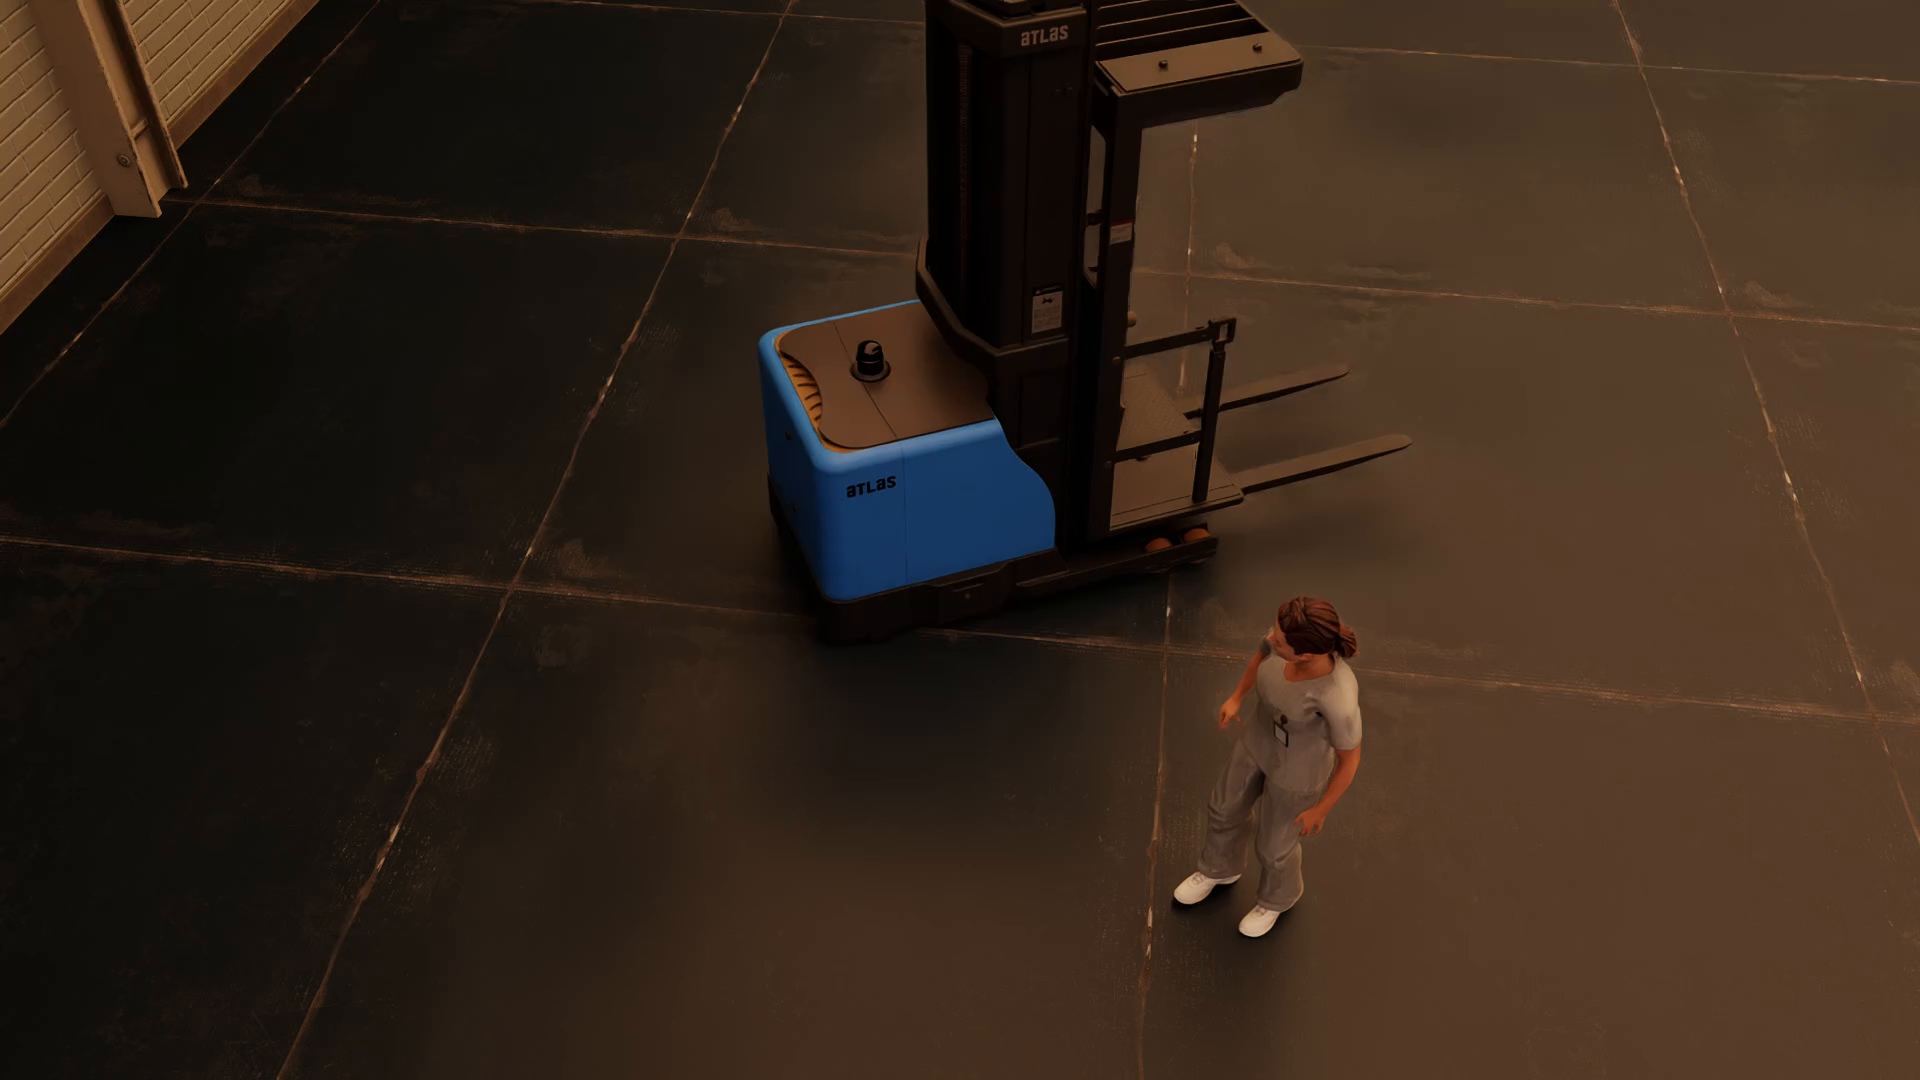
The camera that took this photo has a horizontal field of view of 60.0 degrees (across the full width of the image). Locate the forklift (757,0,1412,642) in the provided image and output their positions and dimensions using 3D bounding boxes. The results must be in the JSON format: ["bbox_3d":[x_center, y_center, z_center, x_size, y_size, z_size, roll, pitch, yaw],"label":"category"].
[{"bbox_3d":[0.666,-1.246,7.081,3.031,2.935,1.130,-14,44,-15],"label":"forklift"}]

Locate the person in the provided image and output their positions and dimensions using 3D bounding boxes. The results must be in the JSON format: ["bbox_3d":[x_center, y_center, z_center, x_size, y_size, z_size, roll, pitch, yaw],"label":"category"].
[{"bbox_3d":[1.077,0.787,5.805,0.429,1.664,0.599,-21,47,-21],"label":"person"}]
